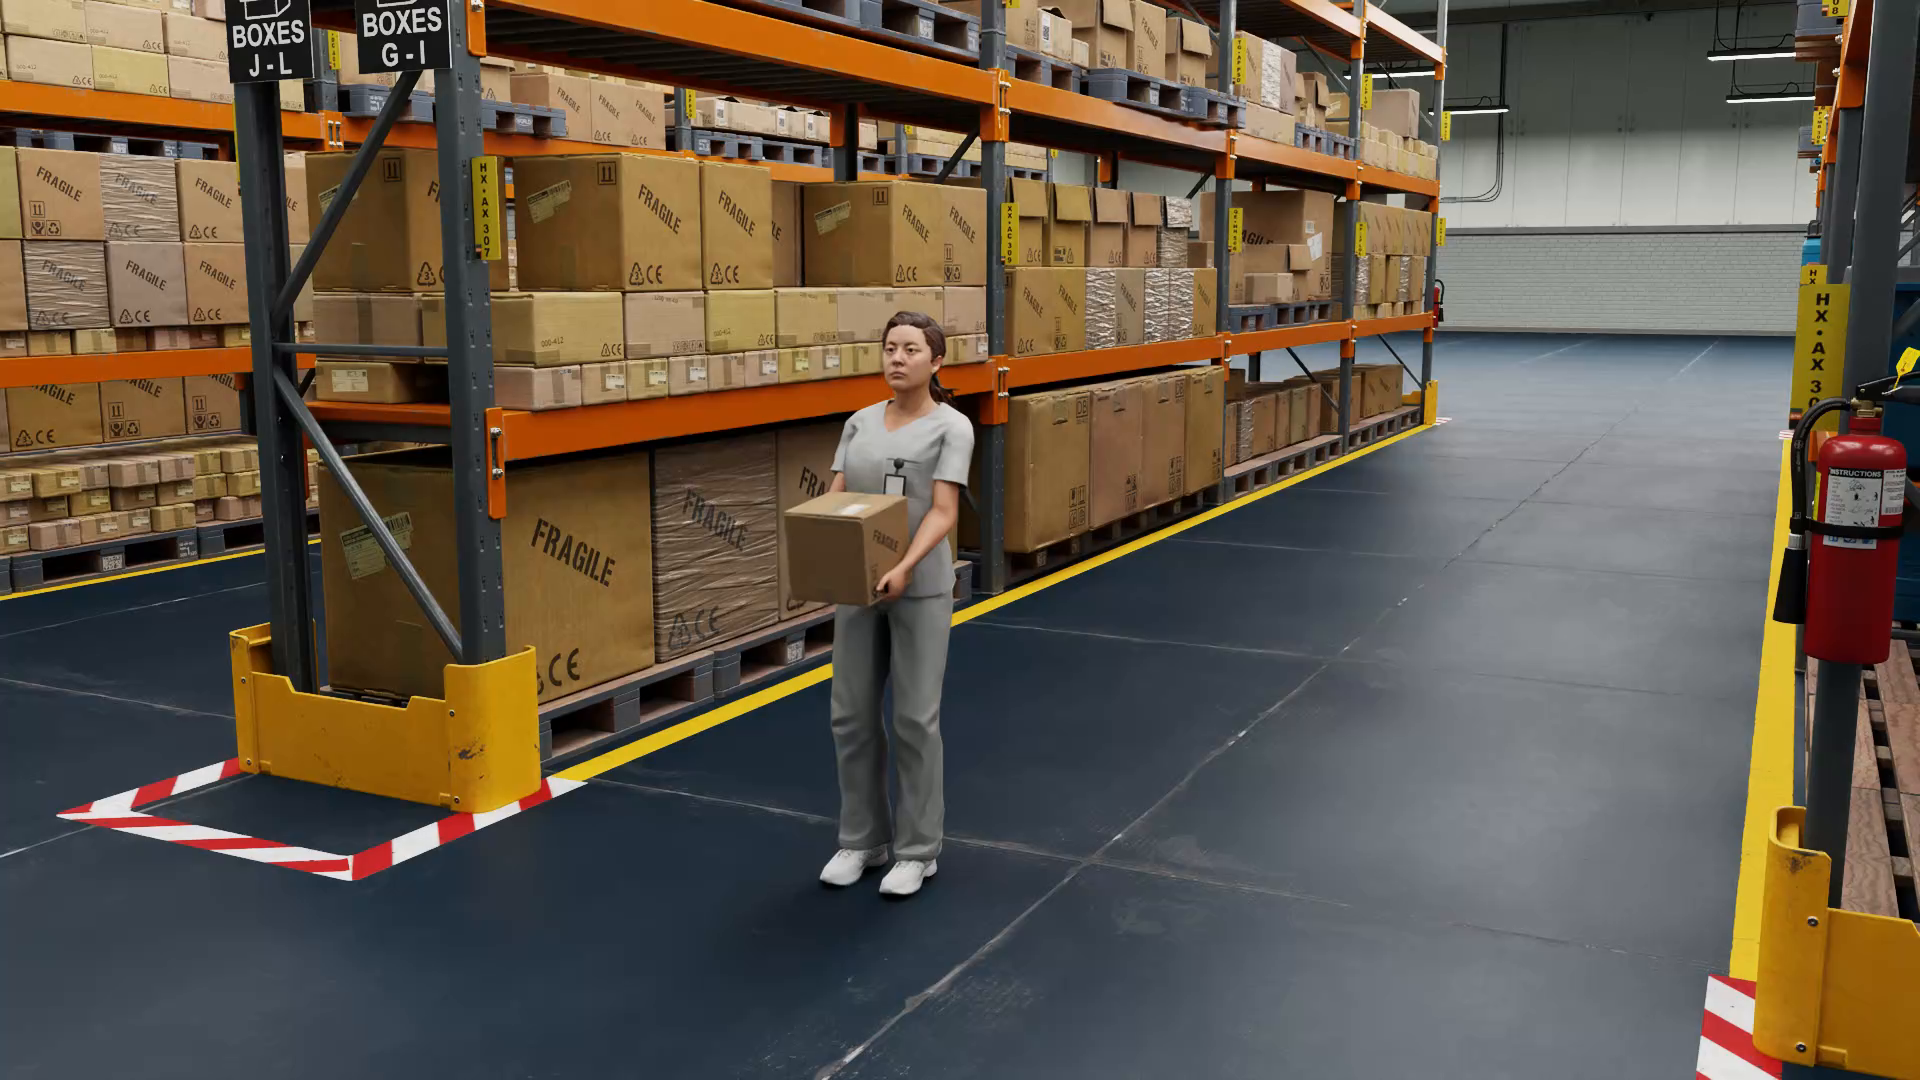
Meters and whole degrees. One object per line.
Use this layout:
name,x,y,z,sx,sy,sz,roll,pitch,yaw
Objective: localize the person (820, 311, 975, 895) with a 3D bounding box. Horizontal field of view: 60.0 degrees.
person,-0.209,0.179,4.802,0.437,1.662,0.561,5,10,26
